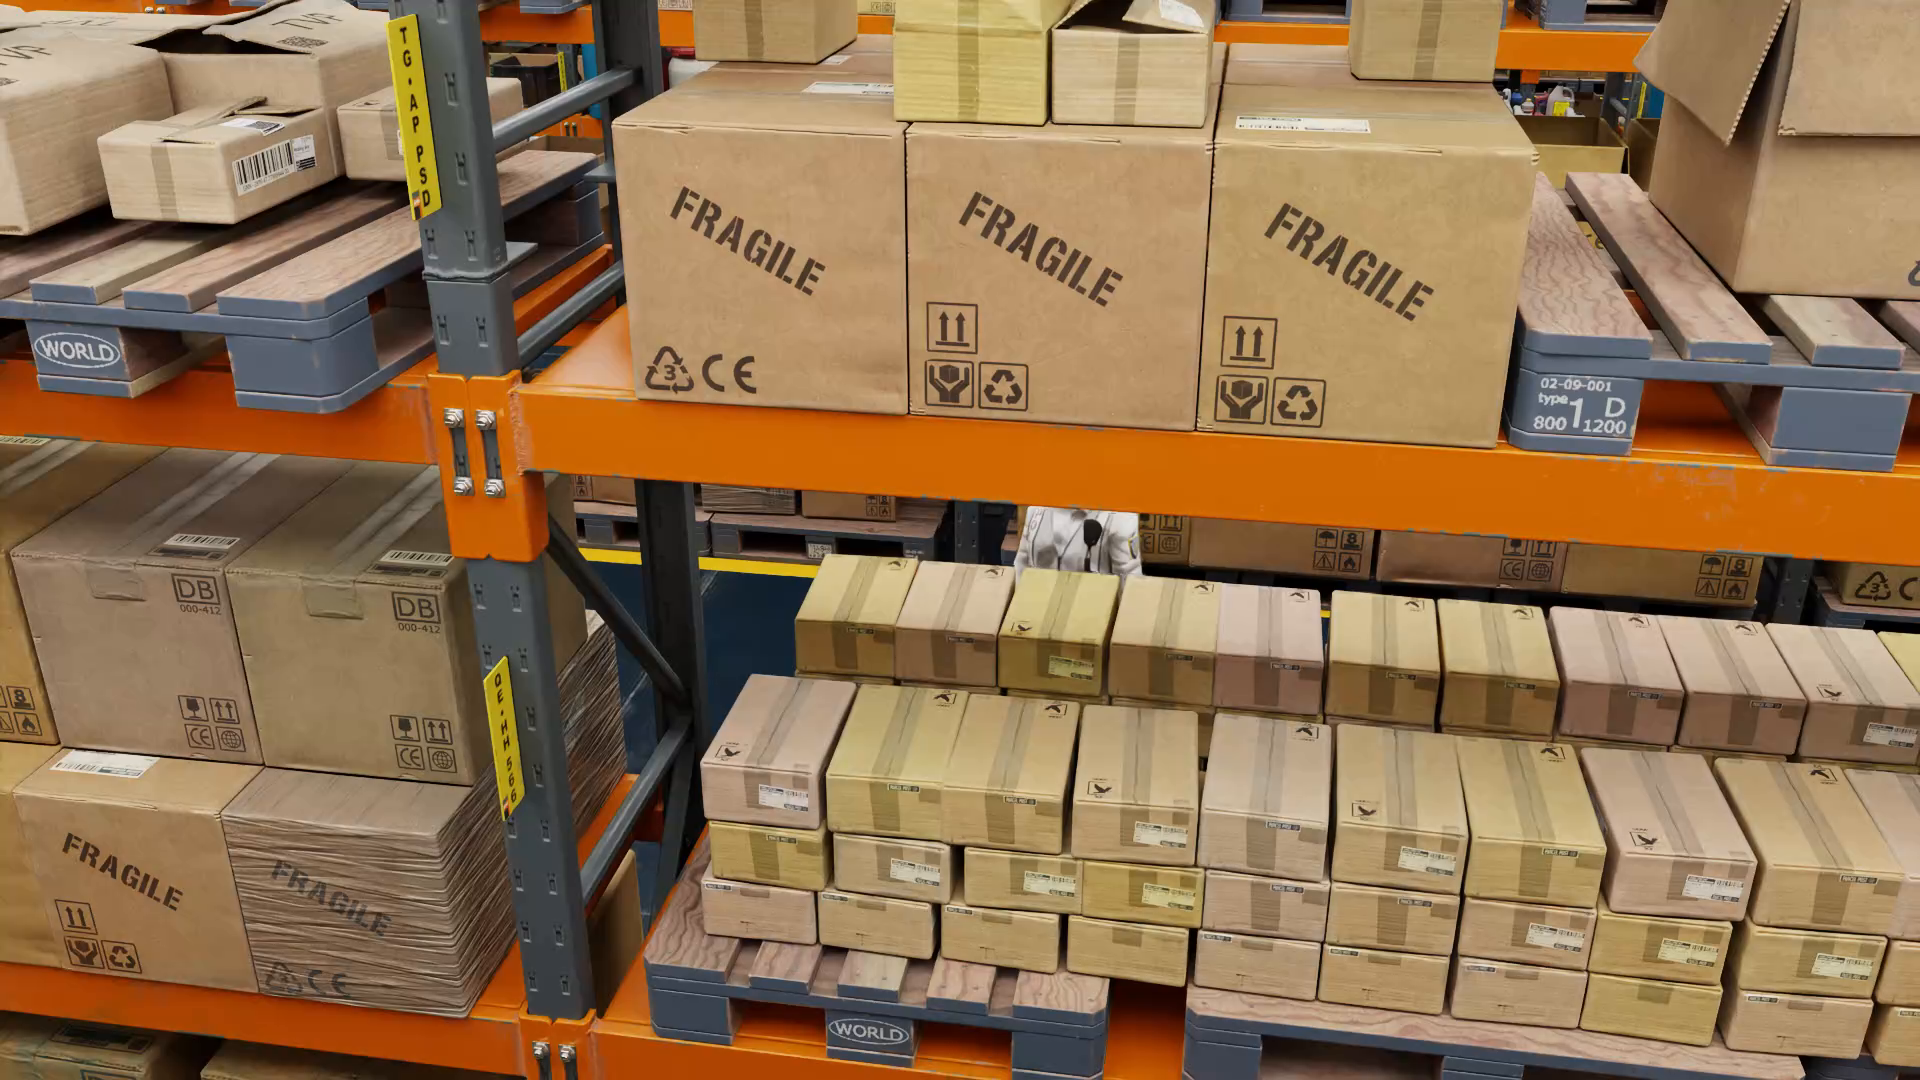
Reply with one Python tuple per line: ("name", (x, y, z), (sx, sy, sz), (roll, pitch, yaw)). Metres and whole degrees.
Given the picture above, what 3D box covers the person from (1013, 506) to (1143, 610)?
("person", (0.404, 0.361, 6.263), (0.554, 1.682, 0.513), (11, 27, 22))
